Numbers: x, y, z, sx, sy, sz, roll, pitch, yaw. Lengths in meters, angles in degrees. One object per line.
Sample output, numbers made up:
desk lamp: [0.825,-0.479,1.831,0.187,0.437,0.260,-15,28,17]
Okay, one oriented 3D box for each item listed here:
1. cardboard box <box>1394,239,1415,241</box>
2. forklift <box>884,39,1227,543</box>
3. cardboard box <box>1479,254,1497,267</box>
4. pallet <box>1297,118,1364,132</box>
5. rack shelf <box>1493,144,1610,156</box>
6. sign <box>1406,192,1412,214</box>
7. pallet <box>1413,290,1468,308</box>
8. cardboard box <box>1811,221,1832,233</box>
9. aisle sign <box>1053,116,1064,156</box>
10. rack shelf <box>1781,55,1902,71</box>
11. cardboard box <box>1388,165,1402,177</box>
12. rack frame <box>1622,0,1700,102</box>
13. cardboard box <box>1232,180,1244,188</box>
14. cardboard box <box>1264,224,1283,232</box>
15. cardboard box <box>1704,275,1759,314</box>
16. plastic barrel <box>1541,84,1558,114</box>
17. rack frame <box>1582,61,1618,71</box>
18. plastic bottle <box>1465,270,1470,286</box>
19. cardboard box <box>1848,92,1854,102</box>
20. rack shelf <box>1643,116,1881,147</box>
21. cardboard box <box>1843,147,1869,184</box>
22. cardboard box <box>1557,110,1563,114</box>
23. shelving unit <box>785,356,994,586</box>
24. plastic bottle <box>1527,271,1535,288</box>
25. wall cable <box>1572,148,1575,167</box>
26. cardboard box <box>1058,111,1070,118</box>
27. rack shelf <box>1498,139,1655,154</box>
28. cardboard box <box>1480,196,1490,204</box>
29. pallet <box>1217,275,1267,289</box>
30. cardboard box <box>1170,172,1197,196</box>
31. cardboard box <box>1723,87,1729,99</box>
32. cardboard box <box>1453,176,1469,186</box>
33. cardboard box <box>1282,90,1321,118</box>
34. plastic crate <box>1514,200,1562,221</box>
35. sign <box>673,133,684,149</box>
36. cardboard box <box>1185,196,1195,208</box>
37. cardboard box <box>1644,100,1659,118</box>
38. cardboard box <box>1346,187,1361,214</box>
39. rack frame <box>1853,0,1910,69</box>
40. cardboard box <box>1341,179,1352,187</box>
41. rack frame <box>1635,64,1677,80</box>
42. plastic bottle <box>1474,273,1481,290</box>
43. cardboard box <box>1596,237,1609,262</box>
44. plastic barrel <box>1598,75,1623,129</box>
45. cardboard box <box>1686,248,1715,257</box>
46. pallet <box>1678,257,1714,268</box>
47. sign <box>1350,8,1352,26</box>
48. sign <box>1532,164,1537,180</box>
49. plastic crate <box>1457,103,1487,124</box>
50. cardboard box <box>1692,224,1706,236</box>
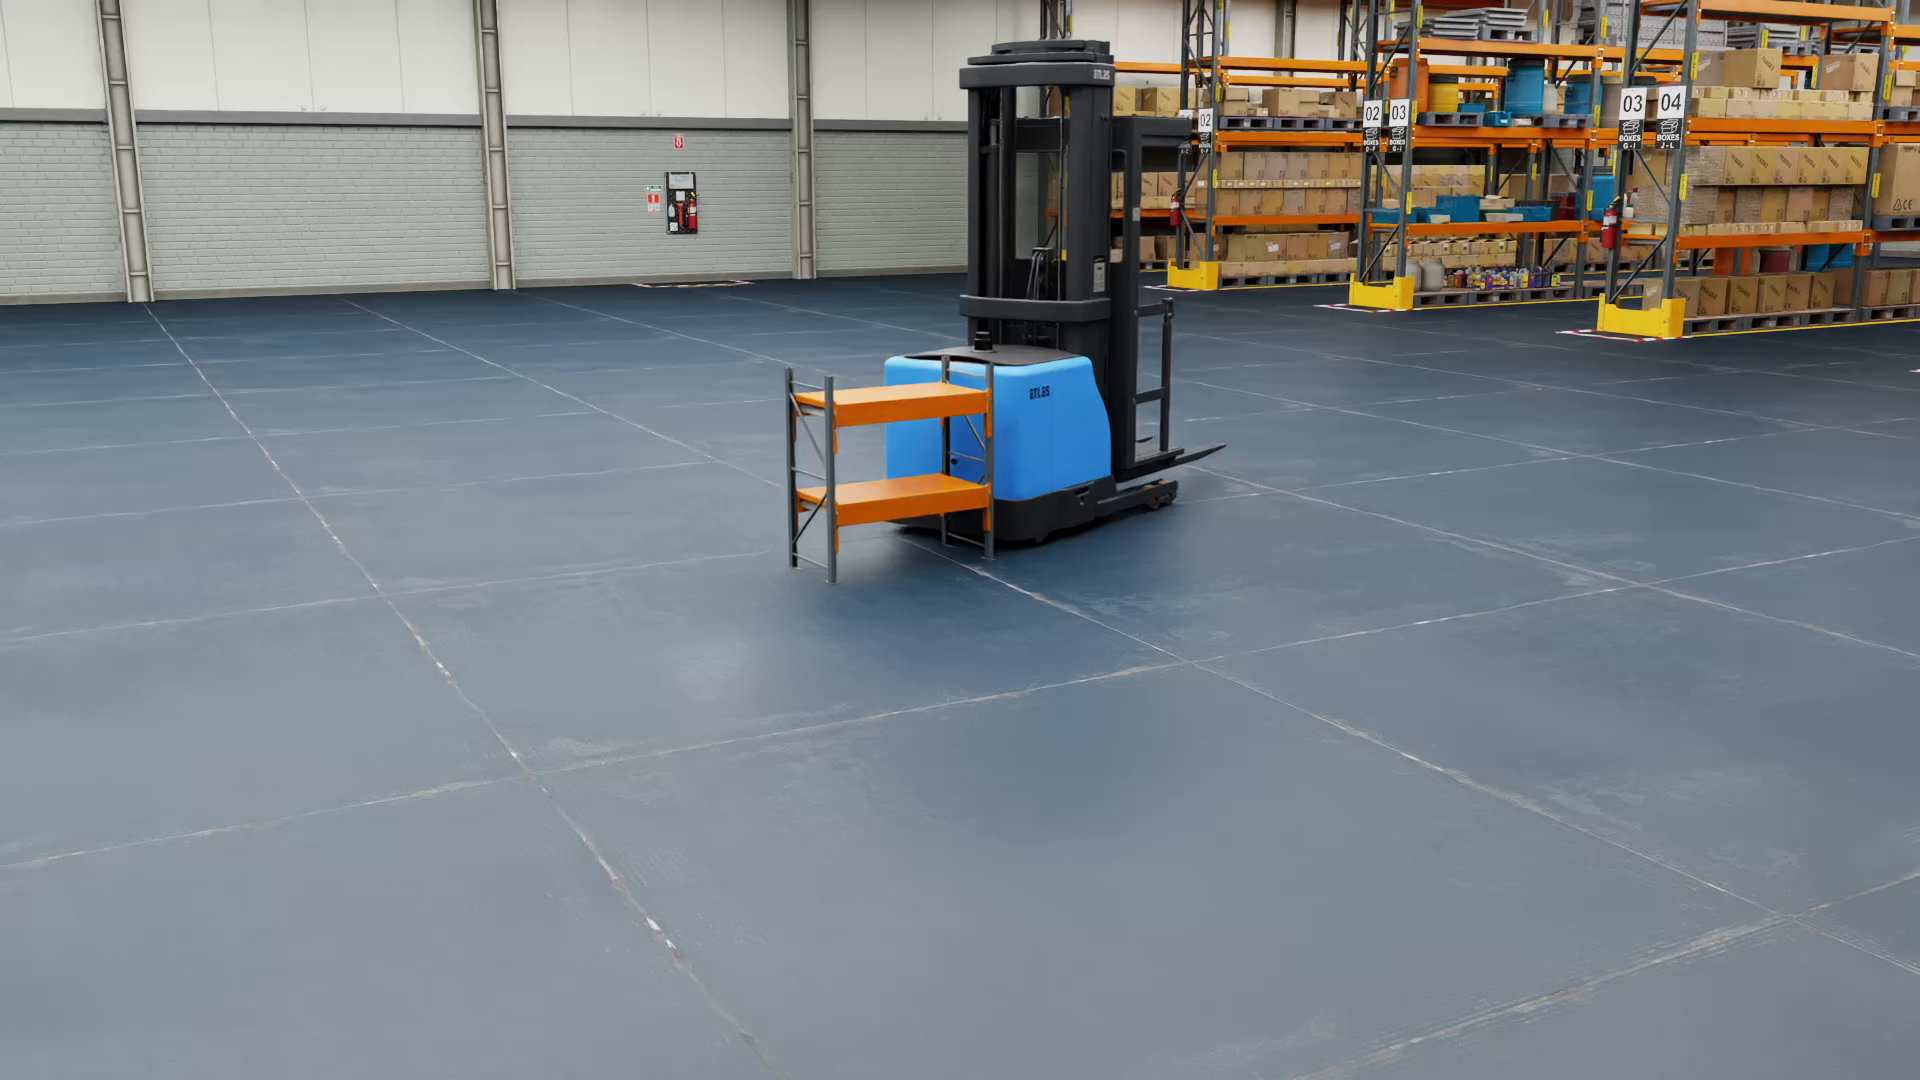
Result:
cardboard box: [8.944,-5.909,33.474,0.500,0.311,0.500,-7,14,-28]
forklift: [0.793,-1.683,10.823,1.130,2.935,3.031,9,15,35]
cardboard box: [10.548,-5.693,33.792,0.500,0.250,0.500,-7,14,-29]
pallet: [7.097,-7.891,31.625,1.213,0.211,1.003,-7,14,-28]
rack shelf: [14.234,-9.685,41.029,4.000,0.370,1.077,-7,14,-28]
sign: [6.952,-5.219,25.748,0.005,0.325,0.100,-7,14,-28]
pallet: [7.452,-3.931,27.009,1.213,0.211,1.003,-7,14,-28]
cardboard box: [11.890,-4.368,23.169,0.250,0.149,0.380,-7,14,-28]
aisle sign: [2.026,-8.302,34.159,0.004,0.787,0.394,-7,14,-28]
rack shelf: [15.470,-8.623,30.391,4.000,0.370,1.077,-7,14,-28]
cardboard box: [9.961,-8.565,38.590,0.500,0.250,0.500,-7,14,-29]
rack frame: [9.066,-7.162,21.352,0.127,3.000,1.000,-7,14,-28]
cardboard box: [5.000,-6.538,30.538,0.250,0.149,0.380,-7,15,-29]
cardboard box: [6.934,-7.064,37.563,0.500,0.250,0.500,-7,15,-29]
cardboard box: [10.688,-3.415,23.102,0.500,0.500,0.500,-5,14,-23]
plastic barrel: [9.731,-7.326,27.701,0.421,0.512,0.421,0,13,0]
rack frame: [15.989,-11.709,41.556,0.127,3.000,1.000,-7,14,-28]
plastic bottle: [8.450,-4.389,27.896,0.135,0.276,0.152,-7,15,-29]
cardboard box: [12.151,-6.141,23.078,0.250,0.149,0.380,-7,14,-27]
rack shelf: [10.821,-5.558,22.695,4.000,0.370,1.077,-7,14,-28]
cardboard box: [12.313,-5.238,23.281,0.500,0.500,0.500,-7,14,-28]
cardboard box: [12.159,-8.605,34.366,0.500,0.500,0.910,-7,14,-28]
shelving unit: [-0.385,-0.412,9.289,1.048,1.125,0.538,-8,15,-32]
plastic bottle: [9.485,-4.332,27.622,0.133,0.283,0.061,-6,14,-24]
wall cable: [16.660,-9.595,43.512,1.851,1.984,0.084,-7,14,-28]
cardboard box: [2.359,-8.608,34.335,0.500,0.500,0.500,-6,14,-26]
rack shelf: [13.100,-8.309,34.919,4.000,0.370,1.077,-7,14,-28]
cardboard box: [10.466,-6.886,33.992,0.500,0.311,0.500,-7,14,-29]
pallet: [4.973,-4.873,31.195,1.213,0.211,1.003,-7,14,-28]
cardboard box: [4.754,-7.660,35.813,0.500,0.500,0.500,-7,14,-28]
cardboard box: [9.855,-5.864,21.847,0.250,0.149,0.380,-7,15,-29]
cardboard box: [11.751,-8.413,39.620,0.500,0.500,0.500,-7,14,-27]
cardboard box: [6.327,-8.204,31.301,0.637,0.503,0.797,-5,14,-22]
plastic crate: [9.683,-5.550,27.993,0.504,0.338,0.767,-7,14,-28]
sign: [-5.363,-7.605,31.703,0.199,0.298,0.001,-7,14,-28]
cardboard box: [4.745,-7.298,35.913,0.500,0.250,0.500,-7,14,-28]
cardboard box: [9.367,-5.725,22.141,0.500,0.250,0.500,-6,14,-27]
cardboard box: [7.447,-6.567,32.141,0.500,0.500,0.700,-7,15,-29]
rack frame: [17.225,-9.379,31.203,0.127,3.000,1.000,-7,14,-28]
cardboard box: [7.250,-6.808,31.734,0.250,0.149,0.380,-7,15,-30]
rack frame: [14.855,-10.334,35.446,0.127,3.000,1.000,-7,14,-28]
plastic bottle: [8.433,-4.204,27.084,0.097,0.271,0.097,0,13,0]
cardboard box: [13.681,-6.192,35.397,0.500,0.500,0.500,-7,14,-27]
plastic barrel: [11.120,-7.483,28.467,0.600,0.901,0.600,0,13,0]
cardboard box: [16.502,-6.603,37.213,0.637,0.503,0.797,-7,14,-28]
pallet: [16.530,-6.248,37.305,1.213,0.211,1.003,-7,14,-28]
sign: [7.563,-10.090,32.054,0.005,0.325,0.100,-7,14,-28]
sign: [11.613,-7.445,33.634,0.005,0.325,0.100,-7,14,-28]
plastic crate: [8.222,-6.904,27.074,0.575,0.384,0.392,-7,14,-28]
cardboard box: [9.659,-4.120,22.068,0.250,0.149,0.380,-7,14,-28]
